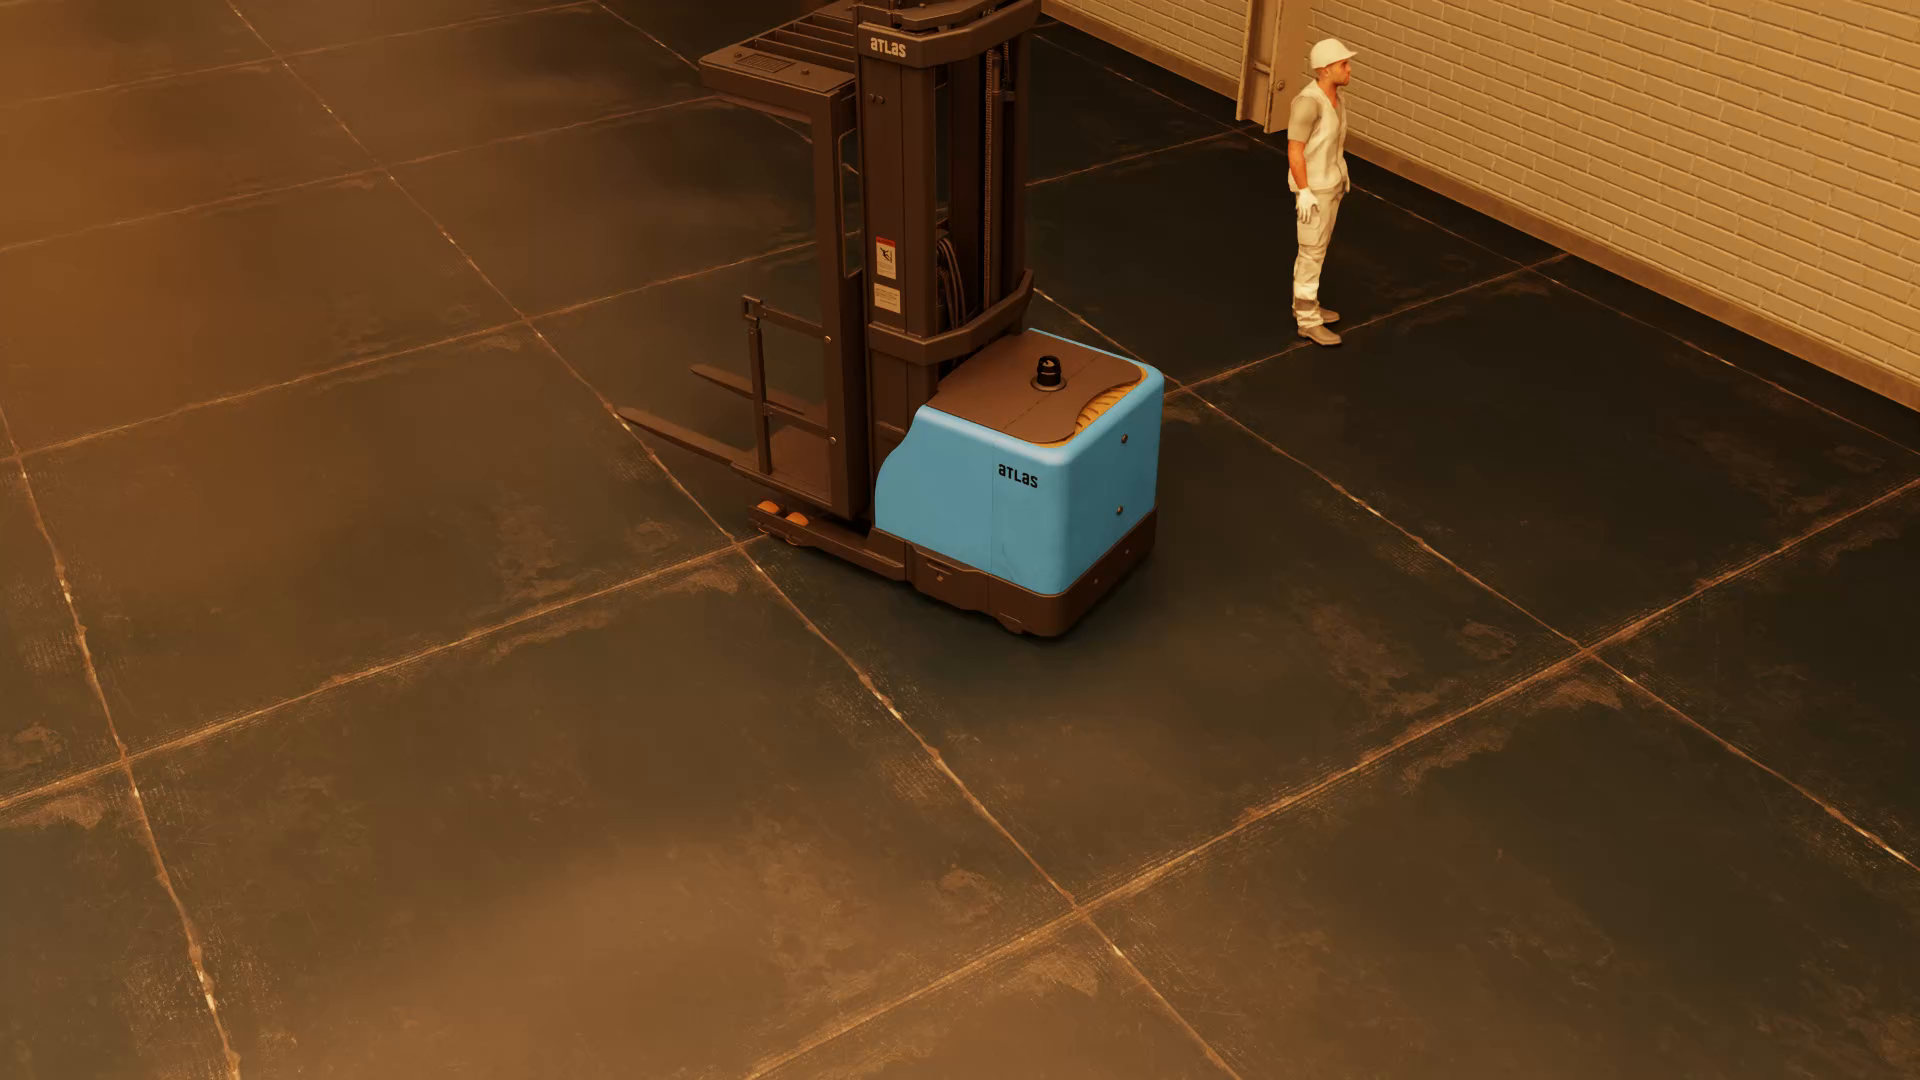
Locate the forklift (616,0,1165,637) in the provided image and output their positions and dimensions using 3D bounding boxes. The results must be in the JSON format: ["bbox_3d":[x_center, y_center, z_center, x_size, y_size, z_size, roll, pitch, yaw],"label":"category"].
[{"bbox_3d":[-0.500,-1.399,8.138,3.031,2.935,1.130,22,41,28],"label":"forklift"}]

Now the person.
[{"bbox_3d":[2.269,-2.143,10.180,0.565,1.789,0.643,20,40,26],"label":"person"}]
